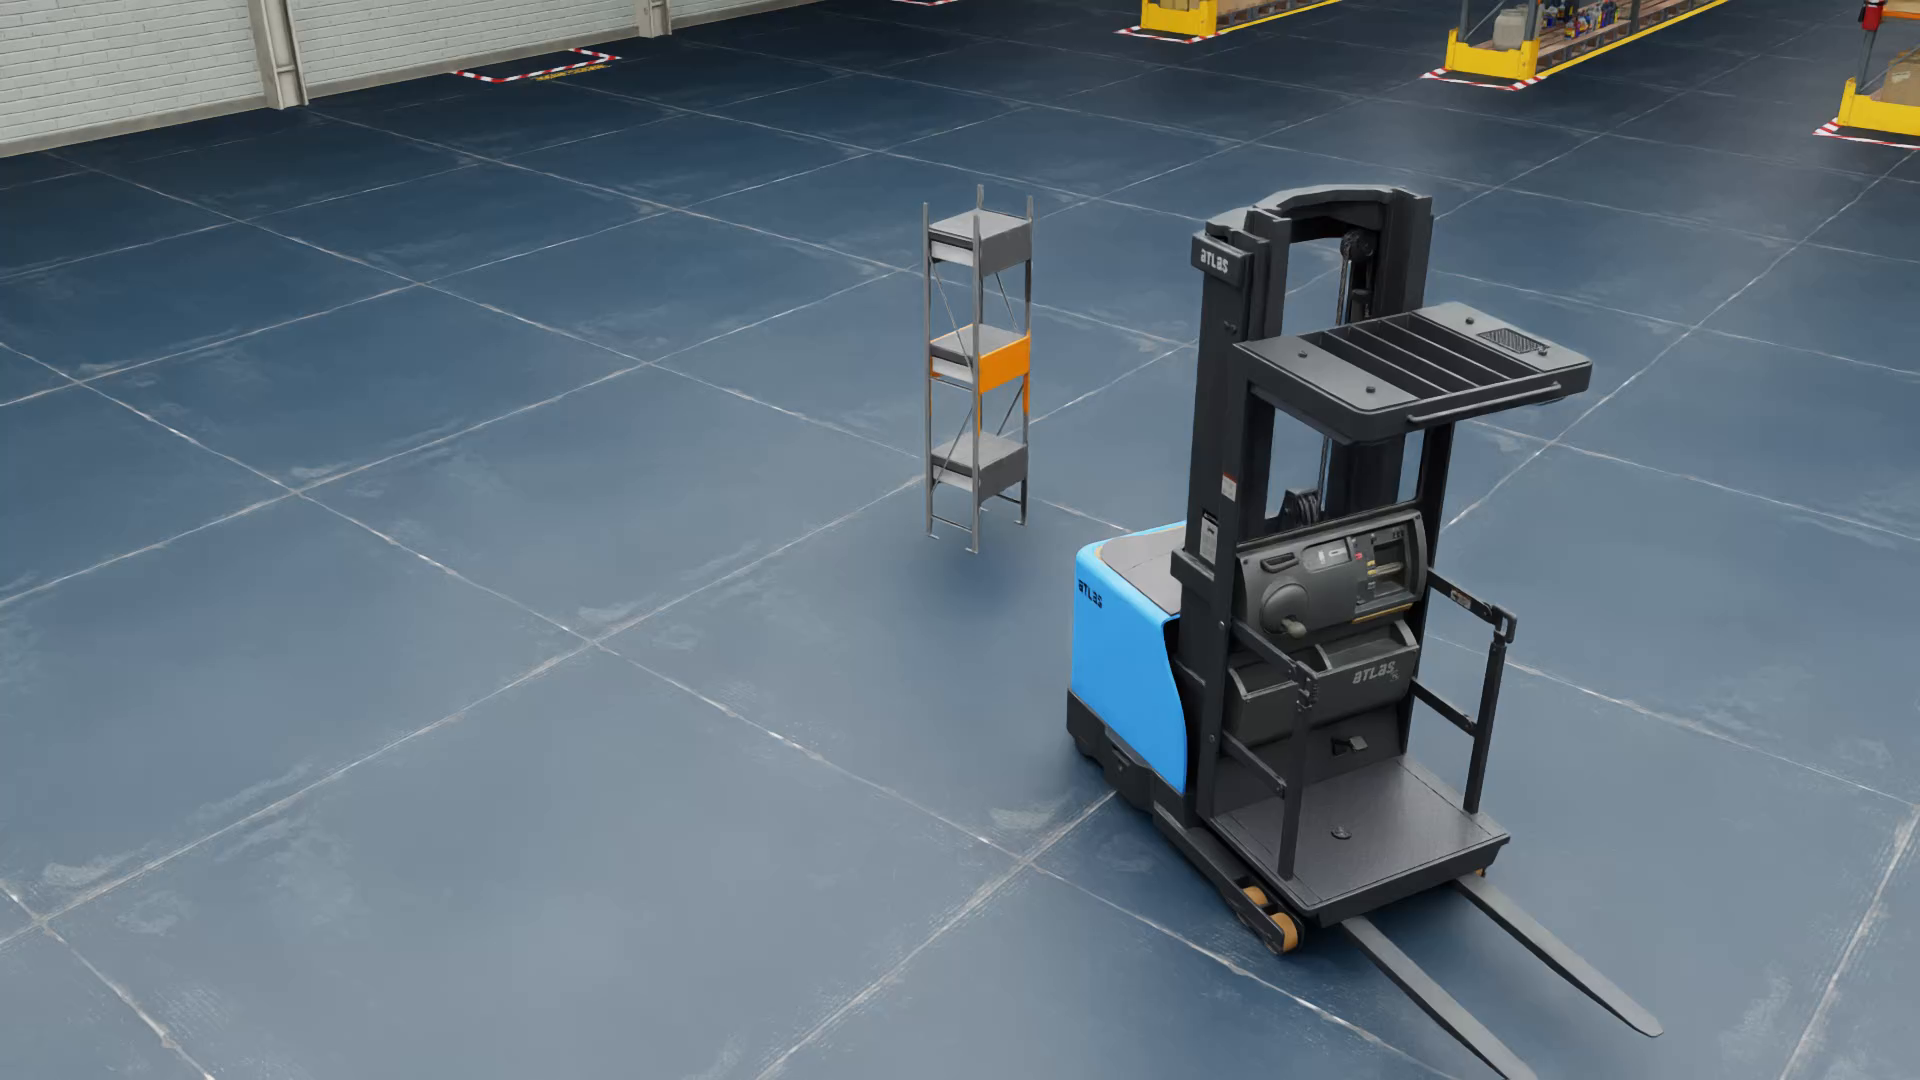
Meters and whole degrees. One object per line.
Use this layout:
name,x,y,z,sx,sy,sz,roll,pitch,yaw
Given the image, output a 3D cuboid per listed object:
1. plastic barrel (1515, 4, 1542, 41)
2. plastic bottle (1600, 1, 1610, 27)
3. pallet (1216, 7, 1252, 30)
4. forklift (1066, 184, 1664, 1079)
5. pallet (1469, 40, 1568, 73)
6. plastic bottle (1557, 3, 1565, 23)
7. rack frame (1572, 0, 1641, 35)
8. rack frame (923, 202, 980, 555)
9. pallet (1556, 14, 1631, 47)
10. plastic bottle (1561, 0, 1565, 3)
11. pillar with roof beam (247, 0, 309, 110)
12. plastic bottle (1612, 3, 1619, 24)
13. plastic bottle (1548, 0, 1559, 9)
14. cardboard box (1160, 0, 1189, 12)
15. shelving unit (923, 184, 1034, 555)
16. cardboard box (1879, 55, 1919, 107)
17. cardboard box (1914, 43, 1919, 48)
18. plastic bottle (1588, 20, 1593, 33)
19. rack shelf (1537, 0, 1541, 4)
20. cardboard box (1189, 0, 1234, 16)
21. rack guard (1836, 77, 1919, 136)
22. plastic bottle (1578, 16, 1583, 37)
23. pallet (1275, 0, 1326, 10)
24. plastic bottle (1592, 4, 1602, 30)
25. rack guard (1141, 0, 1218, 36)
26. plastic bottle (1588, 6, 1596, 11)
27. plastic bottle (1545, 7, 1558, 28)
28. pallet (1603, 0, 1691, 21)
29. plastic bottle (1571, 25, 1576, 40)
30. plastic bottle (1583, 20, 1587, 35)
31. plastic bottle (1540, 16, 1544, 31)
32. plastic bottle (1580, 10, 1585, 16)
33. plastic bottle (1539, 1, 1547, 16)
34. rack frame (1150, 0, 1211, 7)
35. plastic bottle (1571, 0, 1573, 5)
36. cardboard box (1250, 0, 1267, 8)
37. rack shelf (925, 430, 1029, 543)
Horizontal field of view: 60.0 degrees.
plastic barrel,7.809,-7.118,22.995,0.421,0.512,0.421,0,27,0
plastic bottle,9.365,-7.660,24.196,0.144,0.351,0.185,19,33,32
pallet,3.764,-8.097,25.672,1.003,0.211,1.213,21,34,34
forklift,1.647,0.185,6.703,1.130,2.935,3.031,-13,30,-24
pallet,7.663,-6.692,22.956,1.003,0.211,1.213,21,34,34
plastic bottle,8.842,-7.753,24.463,0.097,0.271,0.097,0,27,0
rack frame,9.674,-9.021,24.424,1.000,3.000,0.127,21,34,34
rack frame,-0.050,-0.905,9.714,0.400,2.100,0.015,21,34,34
pallet,9.215,-7.557,24.628,1.003,0.211,1.213,21,34,34
plastic bottle,8.949,-7.899,24.741,0.152,0.276,0.135,22,35,36
pillar with roof beam,-5.048,-8.151,16.213,9.100,9.000,0.400,21,34,34
plastic bottle,9.623,-7.743,24.431,0.061,0.283,0.133,23,35,37
plastic bottle,8.721,-7.808,24.483,0.144,0.351,0.185,19,33,32
cardboard box,3.423,-8.294,25.553,0.500,0.250,0.500,21,34,34
shelving unit,0.105,-0.991,9.881,0.431,2.100,0.503,21,34,34
cardboard box,11.362,-5.448,19.781,0.500,0.500,0.500,-21,34,-35
cardboard box,12.129,-5.887,20.628,0.500,0.500,0.500,25,36,39
plastic bottle,8.999,-7.372,23.803,0.097,0.201,0.097,0,27,0
rack shelf,8.402,-7.993,23.218,1.077,0.370,4.000,21,34,34
cardboard box,3.823,-8.142,25.261,0.500,0.250,0.500,21,34,34
rack guard,11.000,-5.072,19.511,1.175,0.500,0.348,21,34,34
plastic bottle,8.742,-7.260,23.510,0.097,0.271,0.097,0,27,0
pallet,5.316,-8.962,27.344,1.003,0.211,1.213,21,34,34
plastic bottle,9.160,-7.545,23.974,0.144,0.351,0.185,21,34,34
rack guard,3.295,-7.933,25.041,1.175,0.500,0.348,21,34,34
plastic bottle,9.235,-7.661,24.279,0.152,0.276,0.135,21,34,34
plastic bottle,8.581,-7.590,24.143,0.152,0.276,0.135,21,34,34
pallet,10.920,-8.507,26.465,1.003,0.211,1.213,21,34,34
plastic bottle,8.590,-7.144,23.362,0.097,0.201,0.097,0,27,0
plastic bottle,8.869,-7.299,23.662,0.097,0.201,0.097,0,27,0
plastic bottle,8.338,-7.436,23.925,0.097,0.201,0.097,0,27,0
plastic bottle,8.971,-7.490,23.940,0.061,0.283,0.133,21,34,34
plastic bottle,8.450,-7.658,24.192,0.144,0.351,0.185,20,34,34
rack frame,3.310,-9.052,24.483,1.000,3.000,0.127,21,34,34
plastic bottle,9.031,-7.872,24.679,0.061,0.283,0.133,21,34,34
cardboard box,4.457,-8.498,25.948,0.500,0.250,0.500,21,34,34
rack shelf,0.105,-0.357,10.209,0.431,0.518,0.480,21,34,34
